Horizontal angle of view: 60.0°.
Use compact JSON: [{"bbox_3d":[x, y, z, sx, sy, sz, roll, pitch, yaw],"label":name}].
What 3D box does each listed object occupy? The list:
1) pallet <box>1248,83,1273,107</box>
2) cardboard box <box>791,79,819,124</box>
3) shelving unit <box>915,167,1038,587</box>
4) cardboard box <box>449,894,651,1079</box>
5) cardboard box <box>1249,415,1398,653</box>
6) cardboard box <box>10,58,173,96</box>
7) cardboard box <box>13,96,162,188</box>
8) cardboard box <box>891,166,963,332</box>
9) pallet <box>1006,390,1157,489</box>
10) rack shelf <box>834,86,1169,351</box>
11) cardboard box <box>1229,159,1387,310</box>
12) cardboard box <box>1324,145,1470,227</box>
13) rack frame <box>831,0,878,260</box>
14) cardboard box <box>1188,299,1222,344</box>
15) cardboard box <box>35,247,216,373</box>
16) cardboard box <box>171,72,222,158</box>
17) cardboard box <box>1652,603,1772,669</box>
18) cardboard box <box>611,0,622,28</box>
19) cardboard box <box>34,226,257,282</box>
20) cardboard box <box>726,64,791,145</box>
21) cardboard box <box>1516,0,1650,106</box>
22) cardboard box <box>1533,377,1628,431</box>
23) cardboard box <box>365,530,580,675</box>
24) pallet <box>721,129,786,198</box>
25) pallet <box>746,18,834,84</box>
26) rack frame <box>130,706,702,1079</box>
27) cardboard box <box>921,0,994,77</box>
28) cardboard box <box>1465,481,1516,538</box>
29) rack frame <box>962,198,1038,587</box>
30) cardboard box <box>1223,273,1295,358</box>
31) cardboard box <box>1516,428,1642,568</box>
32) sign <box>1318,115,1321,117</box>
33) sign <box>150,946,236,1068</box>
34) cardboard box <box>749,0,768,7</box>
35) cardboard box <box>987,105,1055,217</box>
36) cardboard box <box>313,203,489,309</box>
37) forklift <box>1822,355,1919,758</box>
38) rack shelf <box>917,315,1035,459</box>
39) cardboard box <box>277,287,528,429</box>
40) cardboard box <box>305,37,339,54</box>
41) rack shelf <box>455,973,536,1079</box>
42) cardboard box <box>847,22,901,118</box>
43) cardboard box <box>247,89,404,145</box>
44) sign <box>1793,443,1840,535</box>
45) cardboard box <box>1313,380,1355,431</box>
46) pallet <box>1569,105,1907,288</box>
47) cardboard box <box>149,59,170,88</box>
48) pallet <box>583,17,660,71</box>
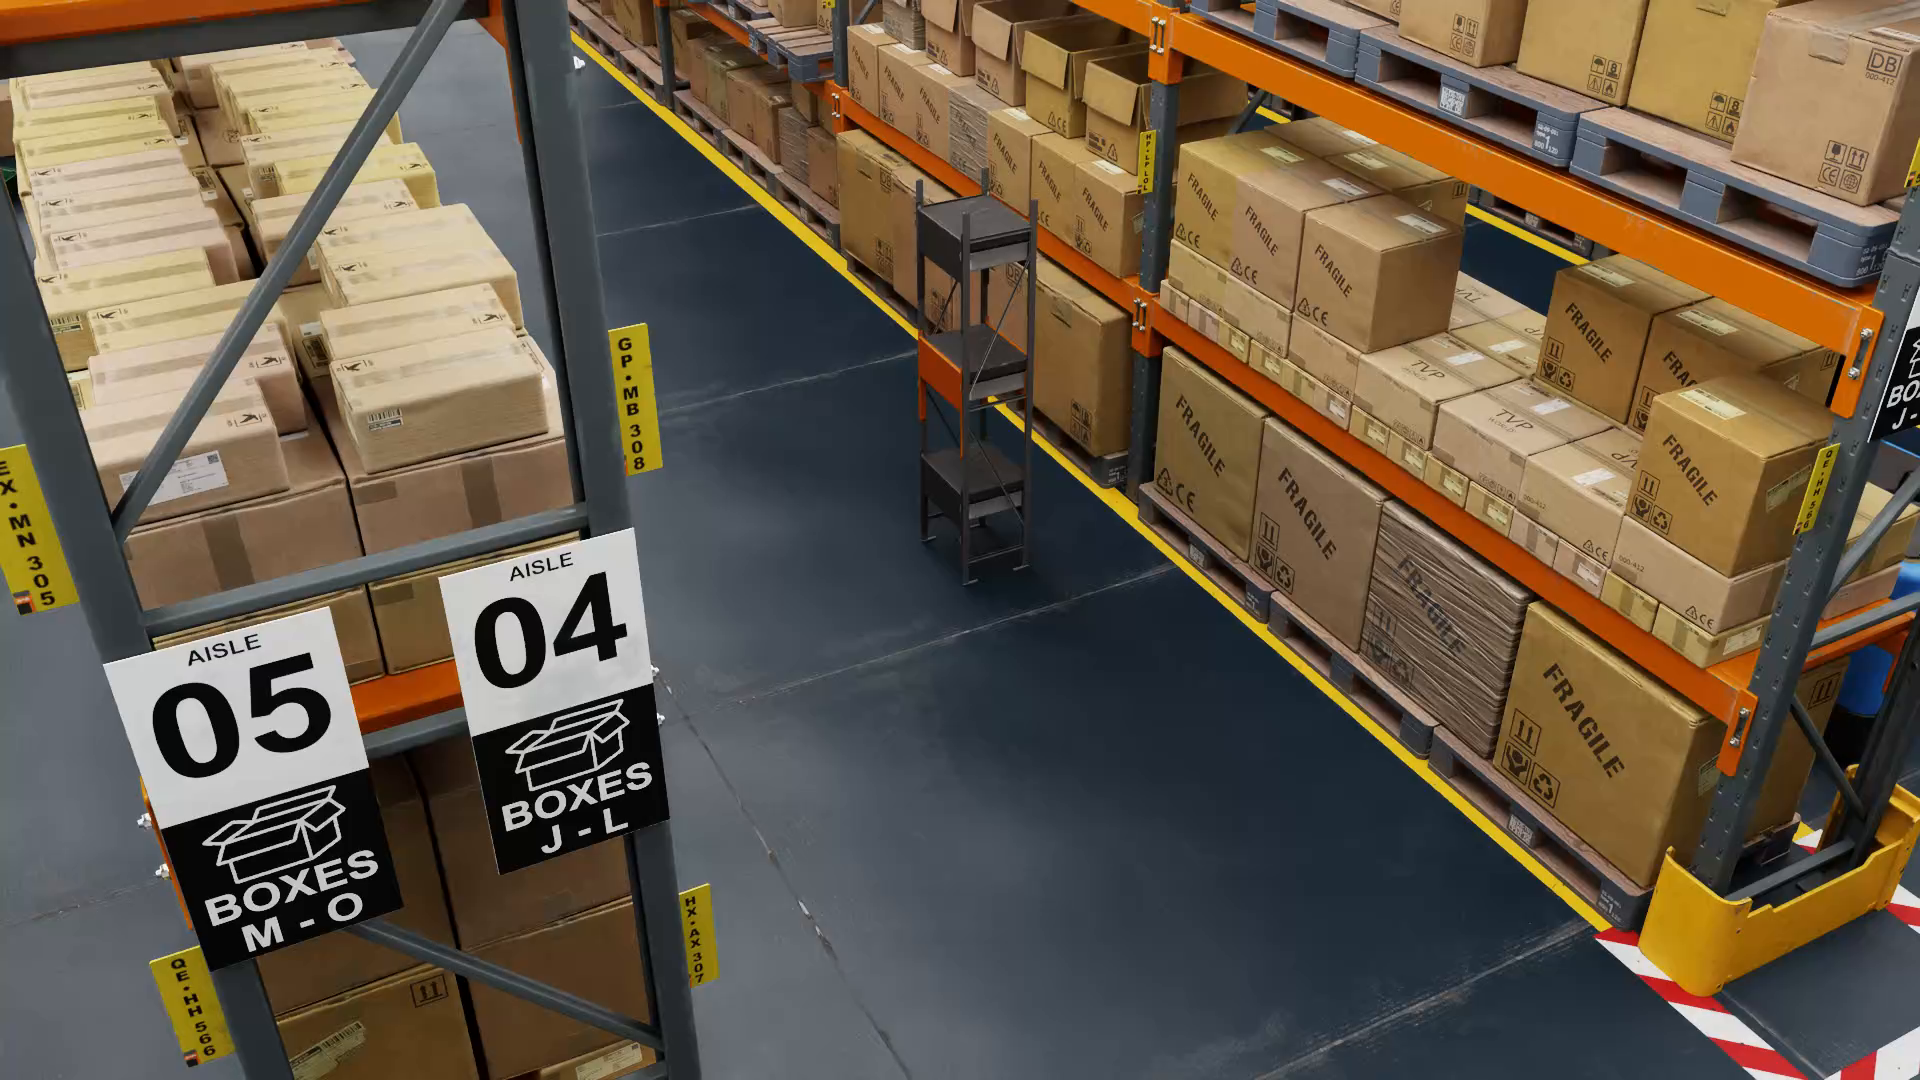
[{"bbox_3d":[3.057,-4.558,16.187,1.003,0.211,1.213,-16,36,-23],"label":"pallet"},{"bbox_3d":[-1.029,-3.536,13.222,0.500,0.250,0.500,-12,35,-18],"label":"cardboard box"},{"bbox_3d":[0.077,-0.805,8.579,0.431,2.100,0.503,-16,36,-23],"label":"shelving unit"},{"bbox_3d":[-1.103,1.041,4.495,0.500,0.500,0.500,-14,35,-21],"label":"cardboard box"},{"bbox_3d":[2.088,-0.134,8.277,0.875,0.875,0.875,-16,36,-23],"label":"cardboard box"},{"bbox_3d":[-2.991,-1.537,5.783,0.500,0.250,0.500,-15,35,-22],"label":"cardboard box"},{"bbox_3d":[-2.512,-1.156,4.818,0.380,0.149,0.250,-14,35,-21],"label":"cardboard box"},{"bbox_3d":[0.279,-2.045,11.261,1.225,0.875,0.875,-16,36,-23],"label":"cardboard box"},{"bbox_3d":[1.005,-0.791,10.308,1.003,0.211,1.213,-16,36,-23],"label":"pallet"},{"bbox_3d":[0.499,-2.268,10.695,1.077,0.370,4.000,-16,36,-23],"label":"rack shelf"},{"bbox_3d":[1.652,-1.464,7.942,0.500,0.500,0.500,-16,36,-23],"label":"cardboard box"},{"bbox_3d":[2.112,-1.602,8.156,0.500,0.500,0.500,-15,36,-23],"label":"cardboard box"},{"bbox_3d":[-0.433,-3.525,11.990,1.000,3.000,0.127,-16,36,-23],"label":"rack frame"},{"bbox_3d":[1.398,-1.160,8.532,0.380,0.149,0.250,-17,36,-25],"label":"cardboard box"},{"bbox_3d":[-1.921,-0.535,3.848,0.380,0.149,0.250,-15,36,-22],"label":"cardboard box"},{"bbox_3d":[-2.331,-1.420,5.599,0.500,0.250,0.500,-17,37,-25],"label":"cardboard box"},{"bbox_3d":[2.839,0.311,6.235,0.380,0.149,0.250,-15,36,-22],"label":"cardboard box"},{"bbox_3d":[-3.303,-5.585,17.133,0.500,0.500,0.500,-13,35,-19],"label":"cardboard box"},{"bbox_3d":[-2.054,-0.563,4.262,0.500,0.250,0.500,-15,36,-22],"label":"cardboard box"},{"bbox_3d":[-1.564,-3.769,14.281,0.700,0.500,0.500,-19,37,-27],"label":"cardboard box"},{"bbox_3d":[2.567,-2.000,6.254,0.700,0.500,0.500,-18,37,-26],"label":"cardboard box"},{"bbox_3d":[2.832,-0.554,7.215,0.500,0.250,0.500,-17,36,-25],"label":"cardboard box"},{"bbox_3d":[-1.122,0.014,3.825,0.500,0.250,0.500,-15,35,-21],"label":"cardboard box"},{"bbox_3d":[-1.361,-3.306,14.233,1.003,0.211,1.213,-16,36,-23],"label":"pallet"},{"bbox_3d":[-0.860,-3.758,12.531,1.213,0.211,1.003,-16,36,-23],"label":"pallet"},{"bbox_3d":[-1.138,1.492,4.159,1.000,3.000,0.127,-16,36,-23],"label":"rack frame"},{"bbox_3d":[0.195,-3.325,10.655,0.797,0.503,0.637,-15,36,-22],"label":"cardboard box"},{"bbox_3d":[2.362,-0.176,6.995,0.380,0.149,0.250,-17,36,-24],"label":"cardboard box"},{"bbox_3d":[0.191,-0.689,8.397,0.400,2.100,0.015,-16,36,-23],"label":"rack frame"},{"bbox_3d":[1.646,-1.150,8.146,0.500,0.250,0.500,-16,36,-23],"label":"cardboard box"},{"bbox_3d":[2.600,-0.176,6.626,0.500,0.250,0.500,-17,36,-24],"label":"cardboard box"},{"bbox_3d":[1.922,-2.154,8.975,0.100,0.325,0.005,-16,36,-23],"label":"sign"},{"bbox_3d":[-1.639,1.001,3.559,0.100,0.325,0.005,-16,36,-23],"label":"sign"},{"bbox_3d":[-1.450,-4.373,13.050,0.396,0.266,0.258,-17,36,-24],"label":"cardboard box"},{"bbox_3d":[0.498,-2.298,9.983,0.500,0.500,0.500,-16,36,-24],"label":"cardboard box"},{"bbox_3d":[-1.366,-0.688,4.088,0.380,0.149,0.250,-15,36,-22],"label":"cardboard box"},{"bbox_3d":[3.693,-0.999,8.112,1.130,2.935,3.031,-18,37,-26],"label":"forklift"},{"bbox_3d":[0.077,-0.794,8.586,0.431,0.518,0.480,-16,36,-23],"label":"rack shelf"},{"bbox_3d":[-1.357,-0.442,4.073,0.500,0.250,0.500,-16,36,-24],"label":"cardboard box"},{"bbox_3d":[-2.332,-1.685,5.644,0.380,0.149,0.250,-16,36,-23],"label":"cardboard box"},{"bbox_3d":[-2.071,0.840,5.843,1.077,0.370,4.000,-16,36,-23],"label":"rack shelf"},{"bbox_3d":[-0.447,-3.267,11.495,0.500,0.500,0.500,-15,35,-22],"label":"cardboard box"},{"bbox_3d":[-1.854,-1.188,4.868,0.380,0.149,0.250,-17,36,-24],"label":"cardboard box"},{"bbox_3d":[2.810,-0.165,5.452,0.100,0.325,0.005,-16,36,-23],"label":"sign"},{"bbox_3d":[1.880,-0.667,7.762,0.380,0.149,0.250,-15,36,-23],"label":"cardboard box"},{"bbox_3d":[2.941,-1.284,5.795,1.003,0.211,1.213,-16,36,-23],"label":"pallet"},{"bbox_3d":[-2.817,-1.552,5.436,0.380,0.149,0.250,-16,36,-24],"label":"cardboard box"},{"bbox_3d":[-3.216,-5.155,17.119,1.003,0.211,1.213,-16,36,-23],"label":"pallet"}]
